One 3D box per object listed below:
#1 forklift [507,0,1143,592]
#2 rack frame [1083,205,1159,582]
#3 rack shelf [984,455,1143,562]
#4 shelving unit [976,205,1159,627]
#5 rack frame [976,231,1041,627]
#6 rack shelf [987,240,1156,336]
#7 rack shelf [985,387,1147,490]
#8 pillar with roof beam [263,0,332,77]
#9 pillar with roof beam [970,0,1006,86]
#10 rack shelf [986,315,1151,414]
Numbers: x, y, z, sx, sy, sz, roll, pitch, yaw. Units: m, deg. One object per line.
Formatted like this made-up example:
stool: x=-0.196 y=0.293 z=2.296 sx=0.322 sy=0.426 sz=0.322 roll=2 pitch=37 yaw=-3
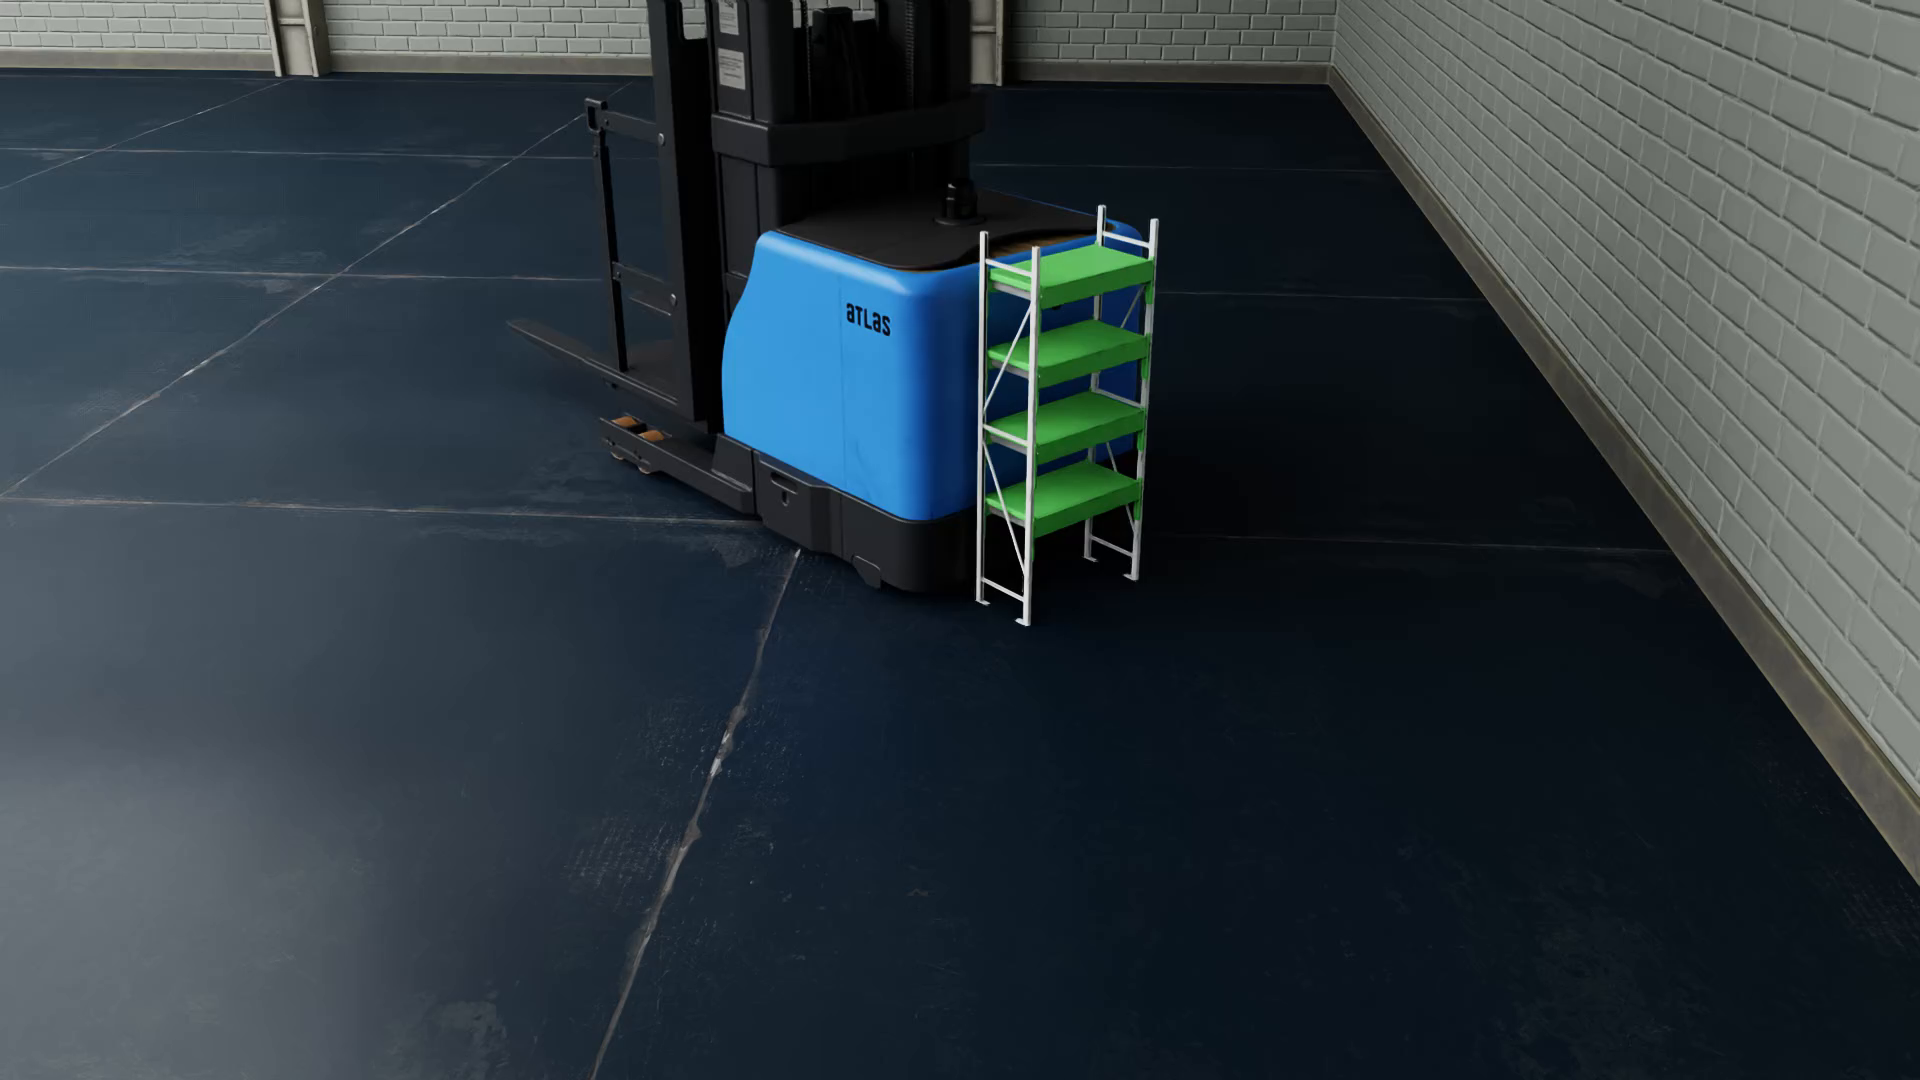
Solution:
forklift: x=-0.739 y=-1.703 z=5.945 sx=1.130 sy=2.935 sz=3.031 roll=-20 pitch=32 yaw=-37
rack frame: x=0.505 y=-0.448 z=5.285 sx=0.015 sy=1.200 sz=0.240 roll=-20 pitch=32 yaw=-37
rack shelf: x=0.320 y=-0.105 z=5.268 sx=0.480 sy=0.148 sz=0.258 roll=-20 pitch=32 yaw=-37
shelving unit: x=0.322 y=-0.380 z=5.139 sx=0.503 sy=1.200 sz=0.258 roll=-20 pitch=32 yaw=-37
rack frame: x=0.139 y=-0.313 z=4.992 sx=0.015 sy=1.200 sz=0.240 roll=-20 pitch=32 yaw=-37
rack shelf: x=0.325 y=-0.757 z=4.962 sx=0.480 sy=0.148 sz=0.258 roll=-20 pitch=32 yaw=-37
rack shelf: x=0.322 y=-0.323 z=5.166 sx=0.480 sy=0.148 sz=0.258 roll=-20 pitch=32 yaw=-37
pillar with roof beam: x=-6.133 y=-6.426 z=8.950 sx=0.400 sy=9.000 sz=9.100 roll=2 pitch=25 yaw=4
pillar with roof beam: x=-0.151 y=-6.234 z=8.533 sx=0.400 sy=9.000 sz=9.100 roll=2 pitch=25 yaw=4
rack shelf: x=0.323 y=-0.540 z=5.064 sx=0.480 sy=0.148 sz=0.258 roll=-20 pitch=32 yaw=-37
